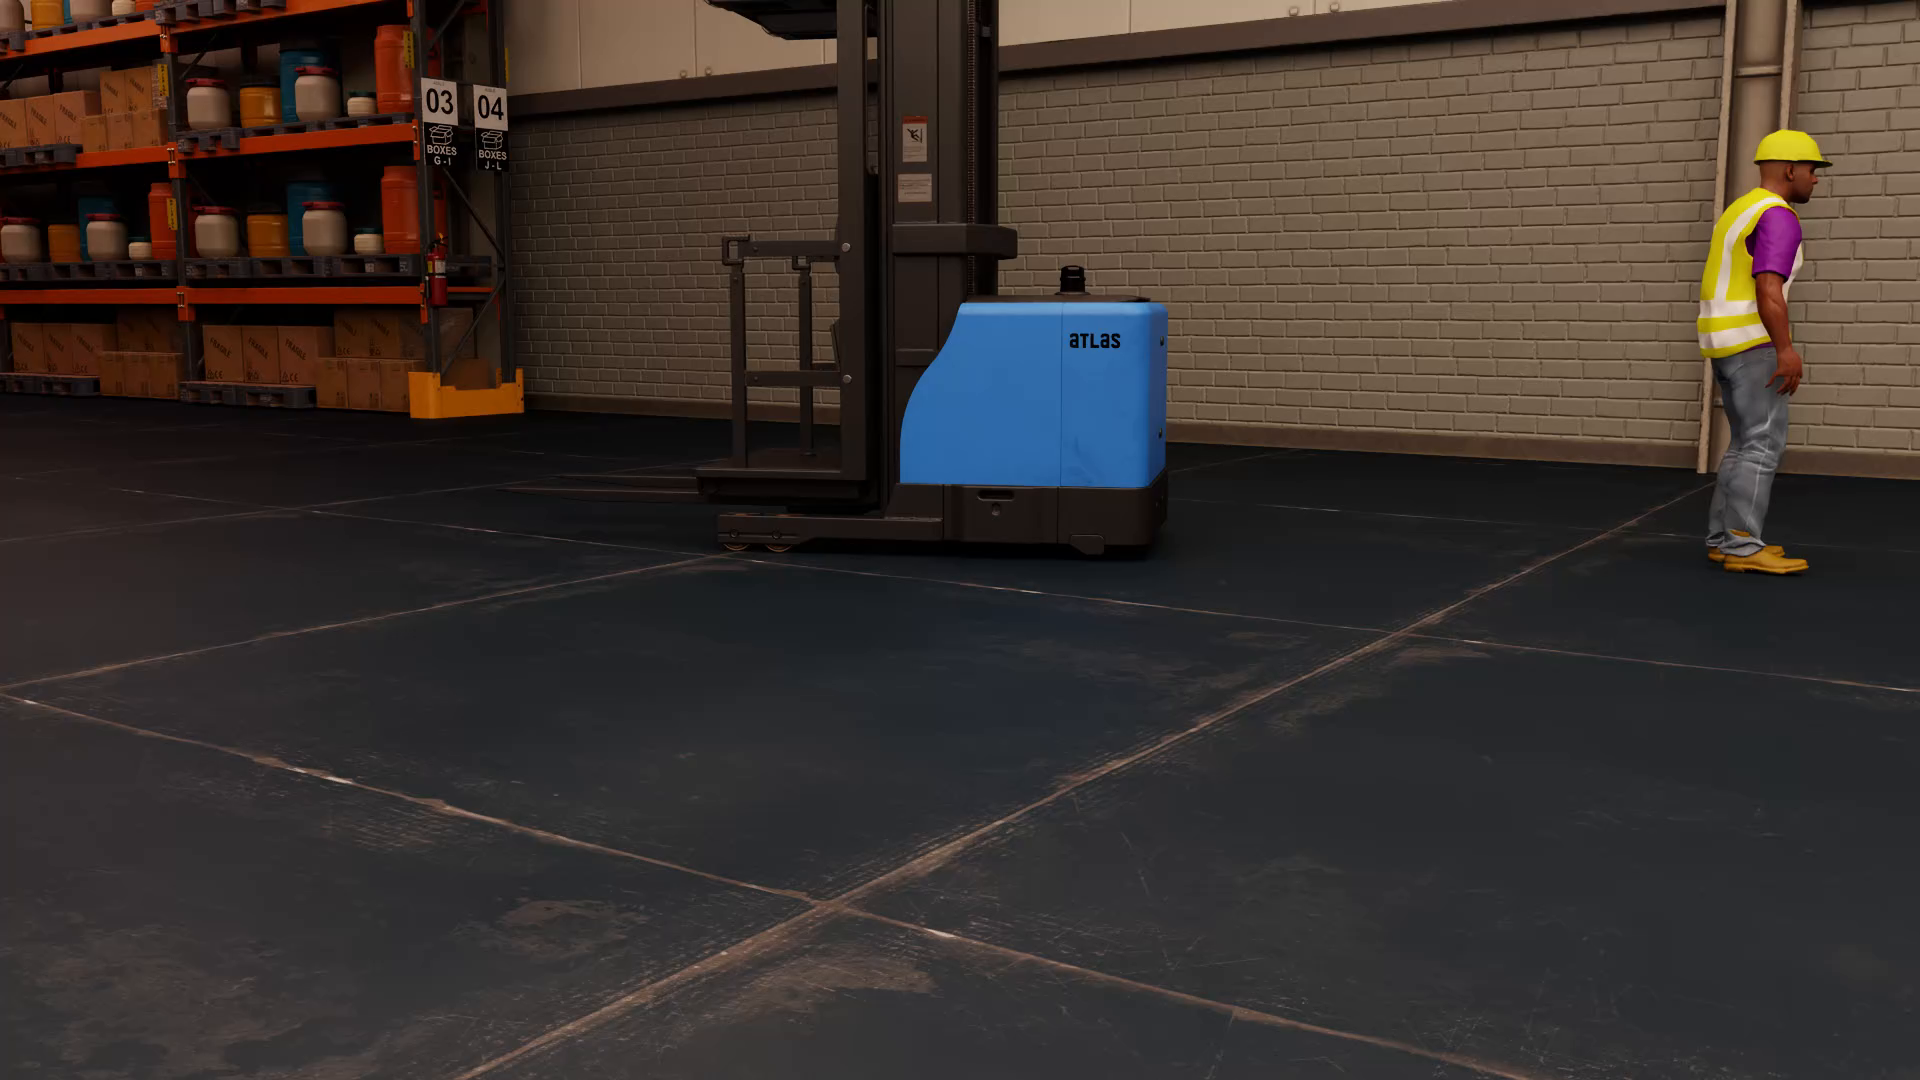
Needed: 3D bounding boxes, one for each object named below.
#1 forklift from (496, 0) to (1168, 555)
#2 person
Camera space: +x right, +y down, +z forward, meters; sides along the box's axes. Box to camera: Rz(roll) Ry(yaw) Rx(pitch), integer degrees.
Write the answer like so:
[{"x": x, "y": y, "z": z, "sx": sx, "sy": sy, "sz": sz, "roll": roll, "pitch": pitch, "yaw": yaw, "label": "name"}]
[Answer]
[{"x": -0.596, "y": -1.469, "z": 7.520, "sx": 3.031, "sy": 2.935, "sz": 1.130, "roll": 2, "pitch": 8, "yaw": 12, "label": "forklift"}, {"x": 3.255, "y": -0.768, "z": 6.766, "sx": 0.454, "sy": 1.761, "sz": 0.636, "roll": 2, "pitch": 8, "yaw": 11, "label": "person"}]
